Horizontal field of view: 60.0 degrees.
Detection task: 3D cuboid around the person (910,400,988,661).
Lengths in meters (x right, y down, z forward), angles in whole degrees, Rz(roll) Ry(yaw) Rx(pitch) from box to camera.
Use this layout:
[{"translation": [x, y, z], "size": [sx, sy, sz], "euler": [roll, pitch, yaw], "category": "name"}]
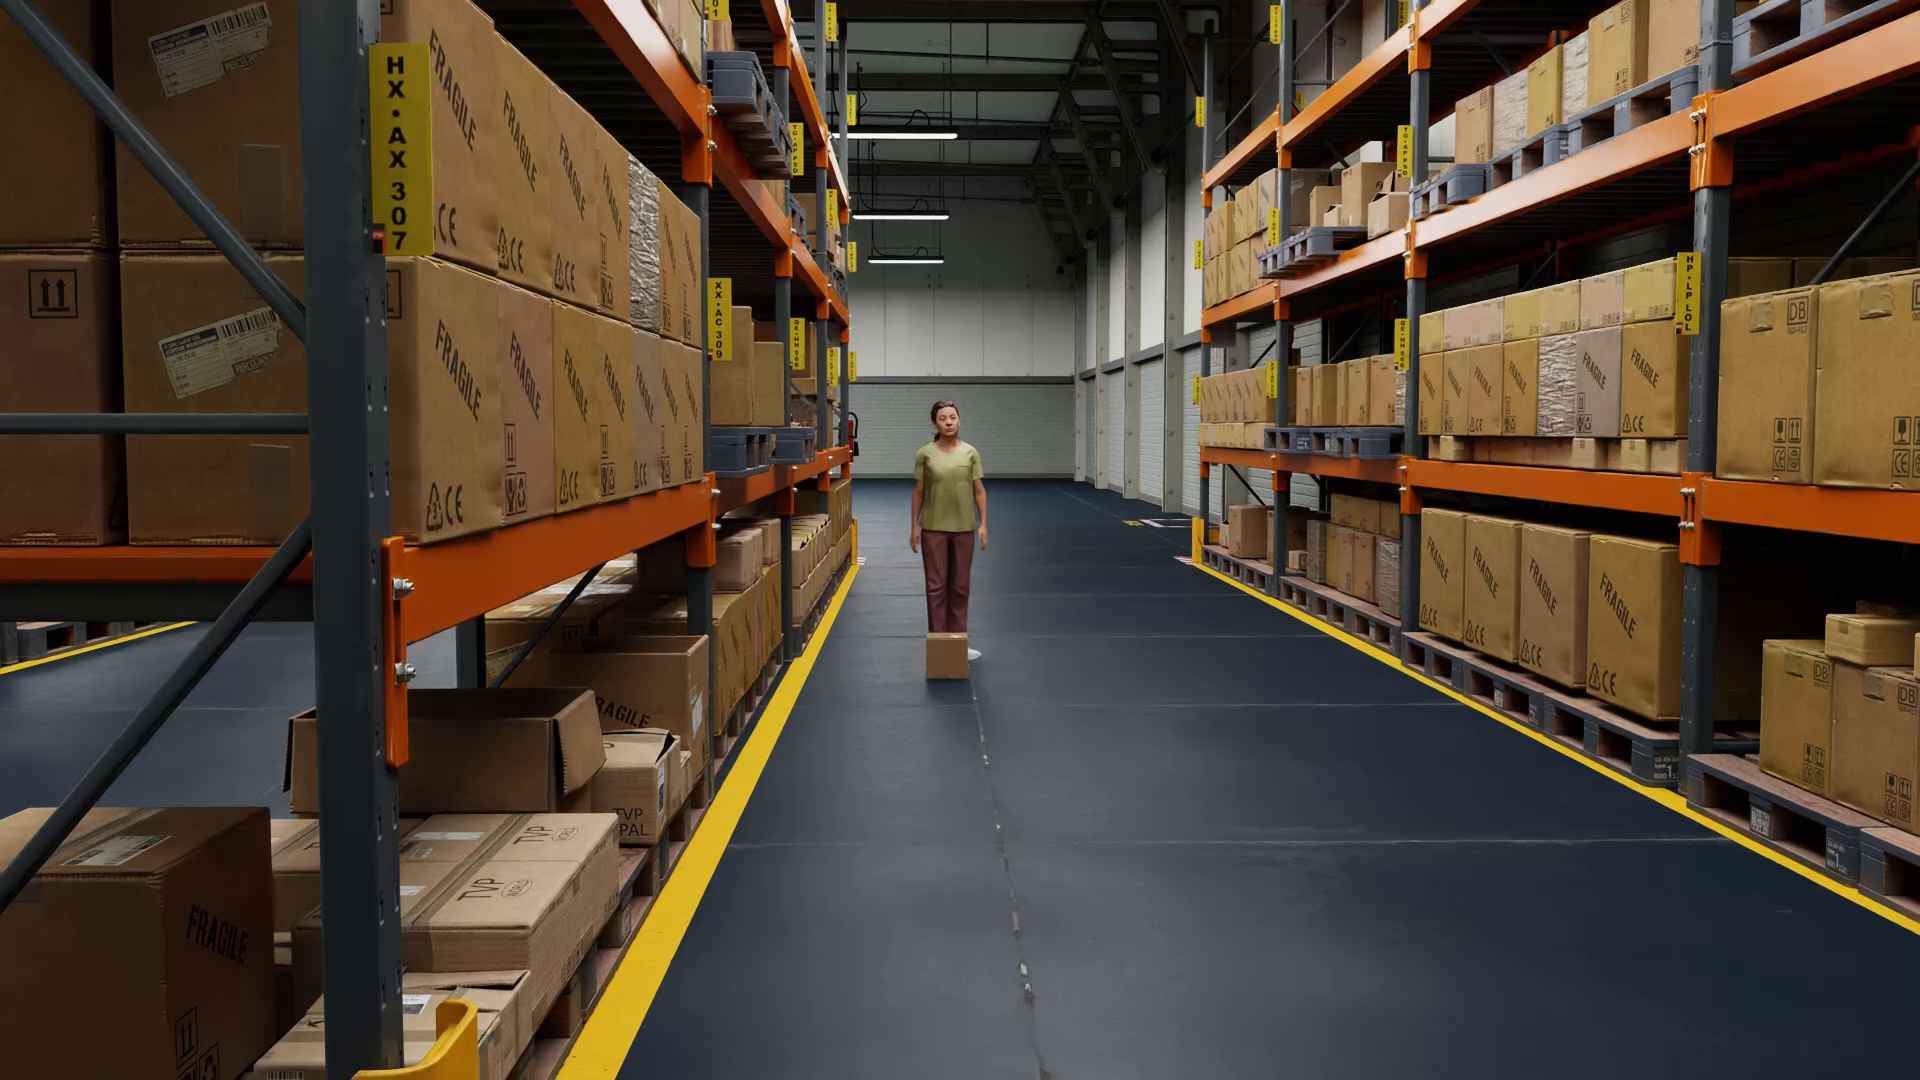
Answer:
[{"translation": [-0.066, -0.052, 10.558], "size": [0.486, 1.669, 0.394], "euler": [-1, 4, -9], "category": "person"}]
